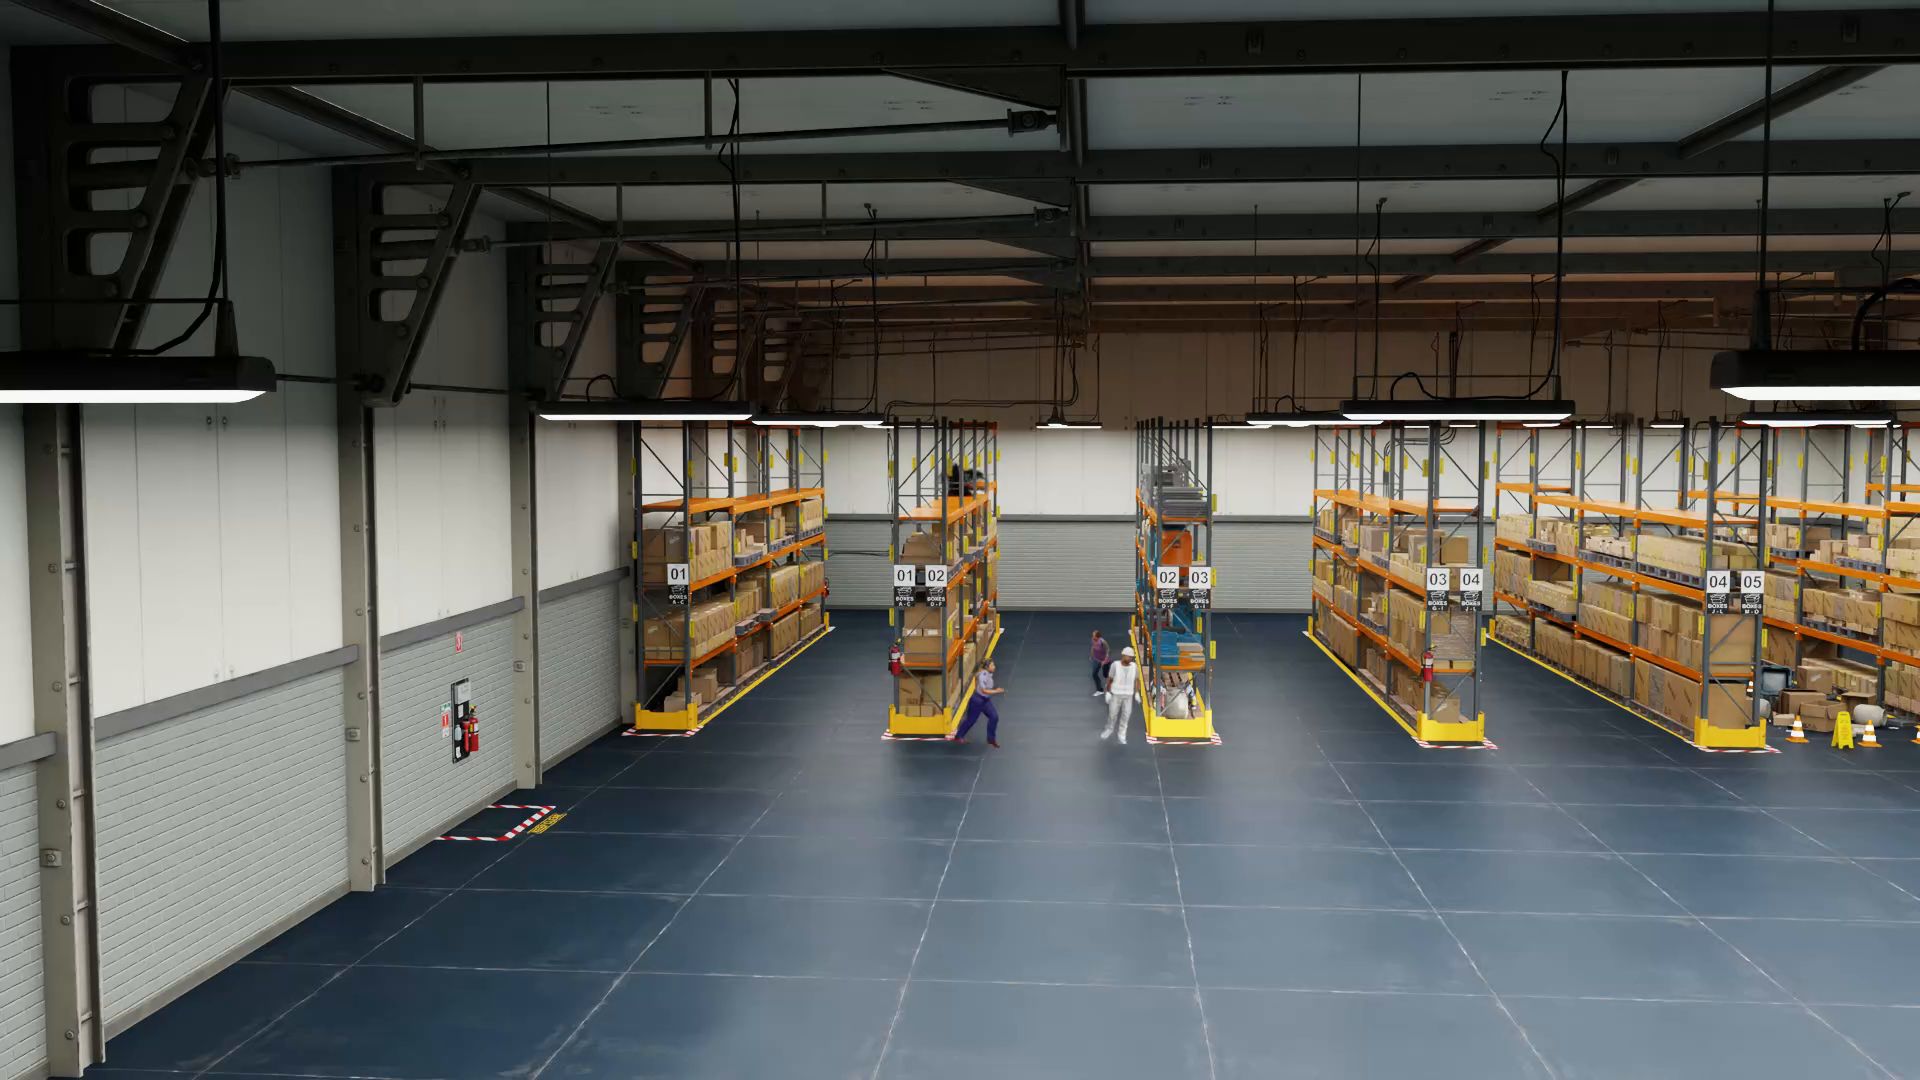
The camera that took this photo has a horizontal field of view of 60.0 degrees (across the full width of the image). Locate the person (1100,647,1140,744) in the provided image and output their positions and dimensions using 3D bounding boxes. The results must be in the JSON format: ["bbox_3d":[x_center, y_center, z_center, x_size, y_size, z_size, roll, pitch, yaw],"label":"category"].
[{"bbox_3d":[2.942,2.834,30.472,0.704,1.776,0.510,-1,4,-11],"label":"person"}]

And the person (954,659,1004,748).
[{"bbox_3d":[0.359,2.961,30.076,0.955,1.637,0.600,1,4,21],"label":"person"}]

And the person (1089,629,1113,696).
[{"bbox_3d":[3.130,2.632,36.157,0.519,1.455,0.959,3,5,34],"label":"person"}]
